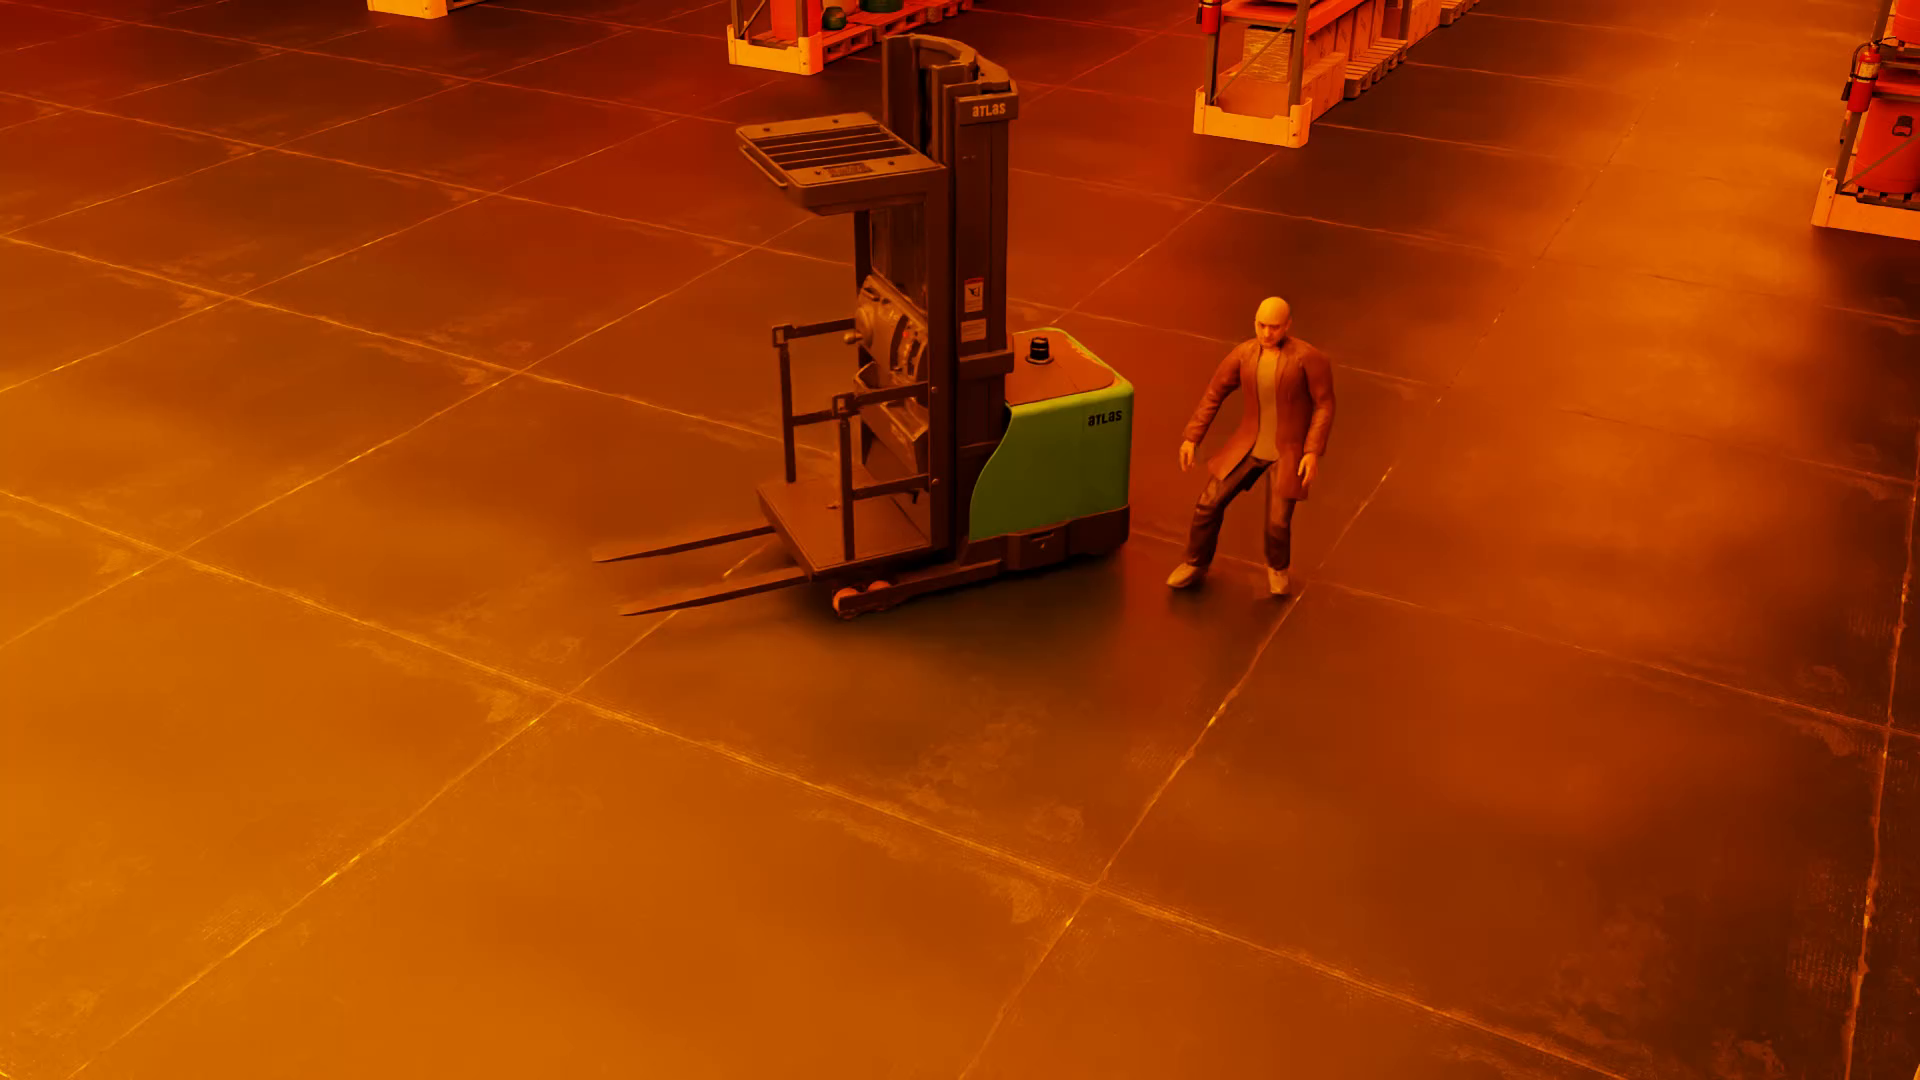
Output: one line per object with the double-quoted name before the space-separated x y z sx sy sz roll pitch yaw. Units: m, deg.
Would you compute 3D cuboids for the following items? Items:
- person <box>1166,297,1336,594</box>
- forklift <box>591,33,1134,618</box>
"person" 1.596 -0.481 9.084 0.806 1.690 0.596 18 35 28
"forklift" -0.564 -1.134 9.036 3.031 2.935 1.130 -12 32 -20
